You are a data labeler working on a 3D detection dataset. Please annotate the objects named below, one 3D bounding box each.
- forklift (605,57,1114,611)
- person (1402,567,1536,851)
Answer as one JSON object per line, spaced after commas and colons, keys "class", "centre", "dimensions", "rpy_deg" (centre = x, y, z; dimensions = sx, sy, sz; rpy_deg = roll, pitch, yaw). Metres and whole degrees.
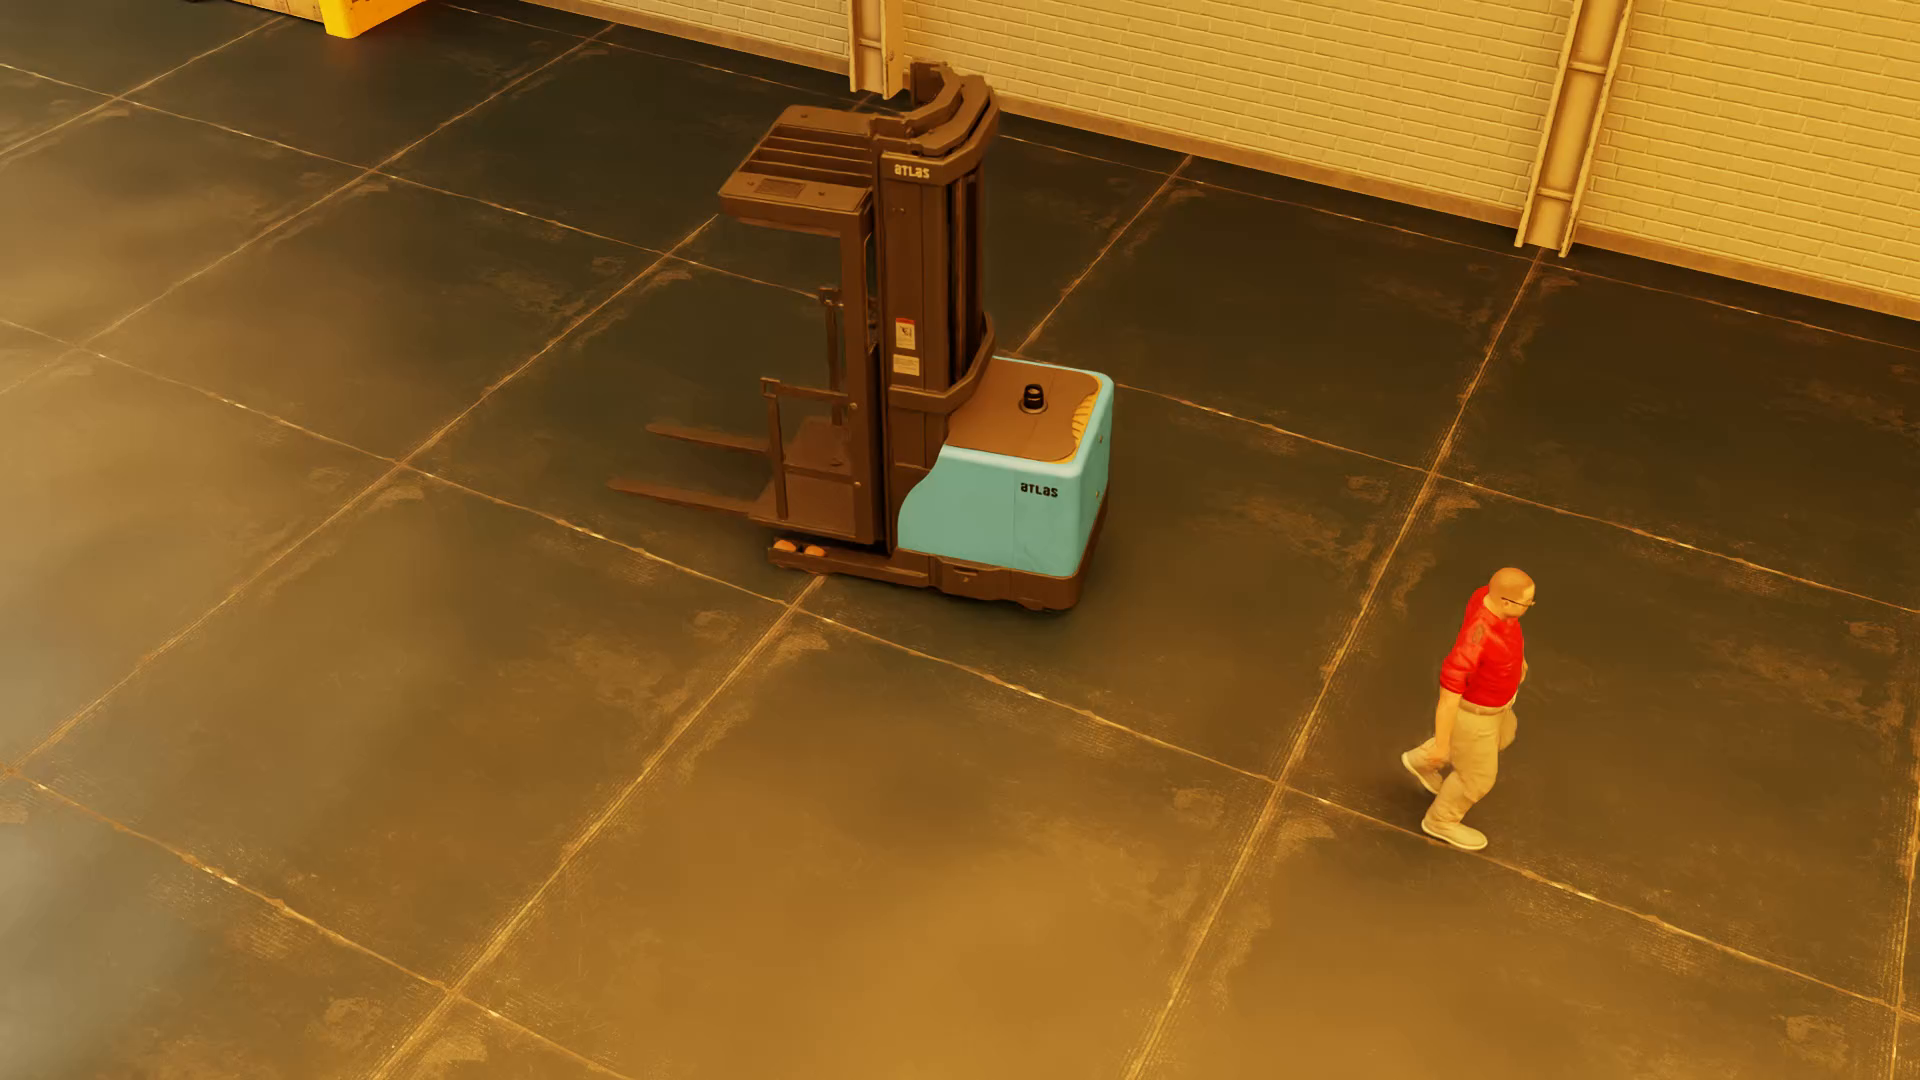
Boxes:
{"class": "forklift", "centre": [-0.660, -1.234, 9.452], "dimensions": [3.031, 2.935, 1.130], "rpy_deg": [10, 41, 12]}
{"class": "person", "centre": [2.465, 0.782, 8.009], "dimensions": [0.507, 1.708, 0.735], "rpy_deg": [14, 42, 16]}
